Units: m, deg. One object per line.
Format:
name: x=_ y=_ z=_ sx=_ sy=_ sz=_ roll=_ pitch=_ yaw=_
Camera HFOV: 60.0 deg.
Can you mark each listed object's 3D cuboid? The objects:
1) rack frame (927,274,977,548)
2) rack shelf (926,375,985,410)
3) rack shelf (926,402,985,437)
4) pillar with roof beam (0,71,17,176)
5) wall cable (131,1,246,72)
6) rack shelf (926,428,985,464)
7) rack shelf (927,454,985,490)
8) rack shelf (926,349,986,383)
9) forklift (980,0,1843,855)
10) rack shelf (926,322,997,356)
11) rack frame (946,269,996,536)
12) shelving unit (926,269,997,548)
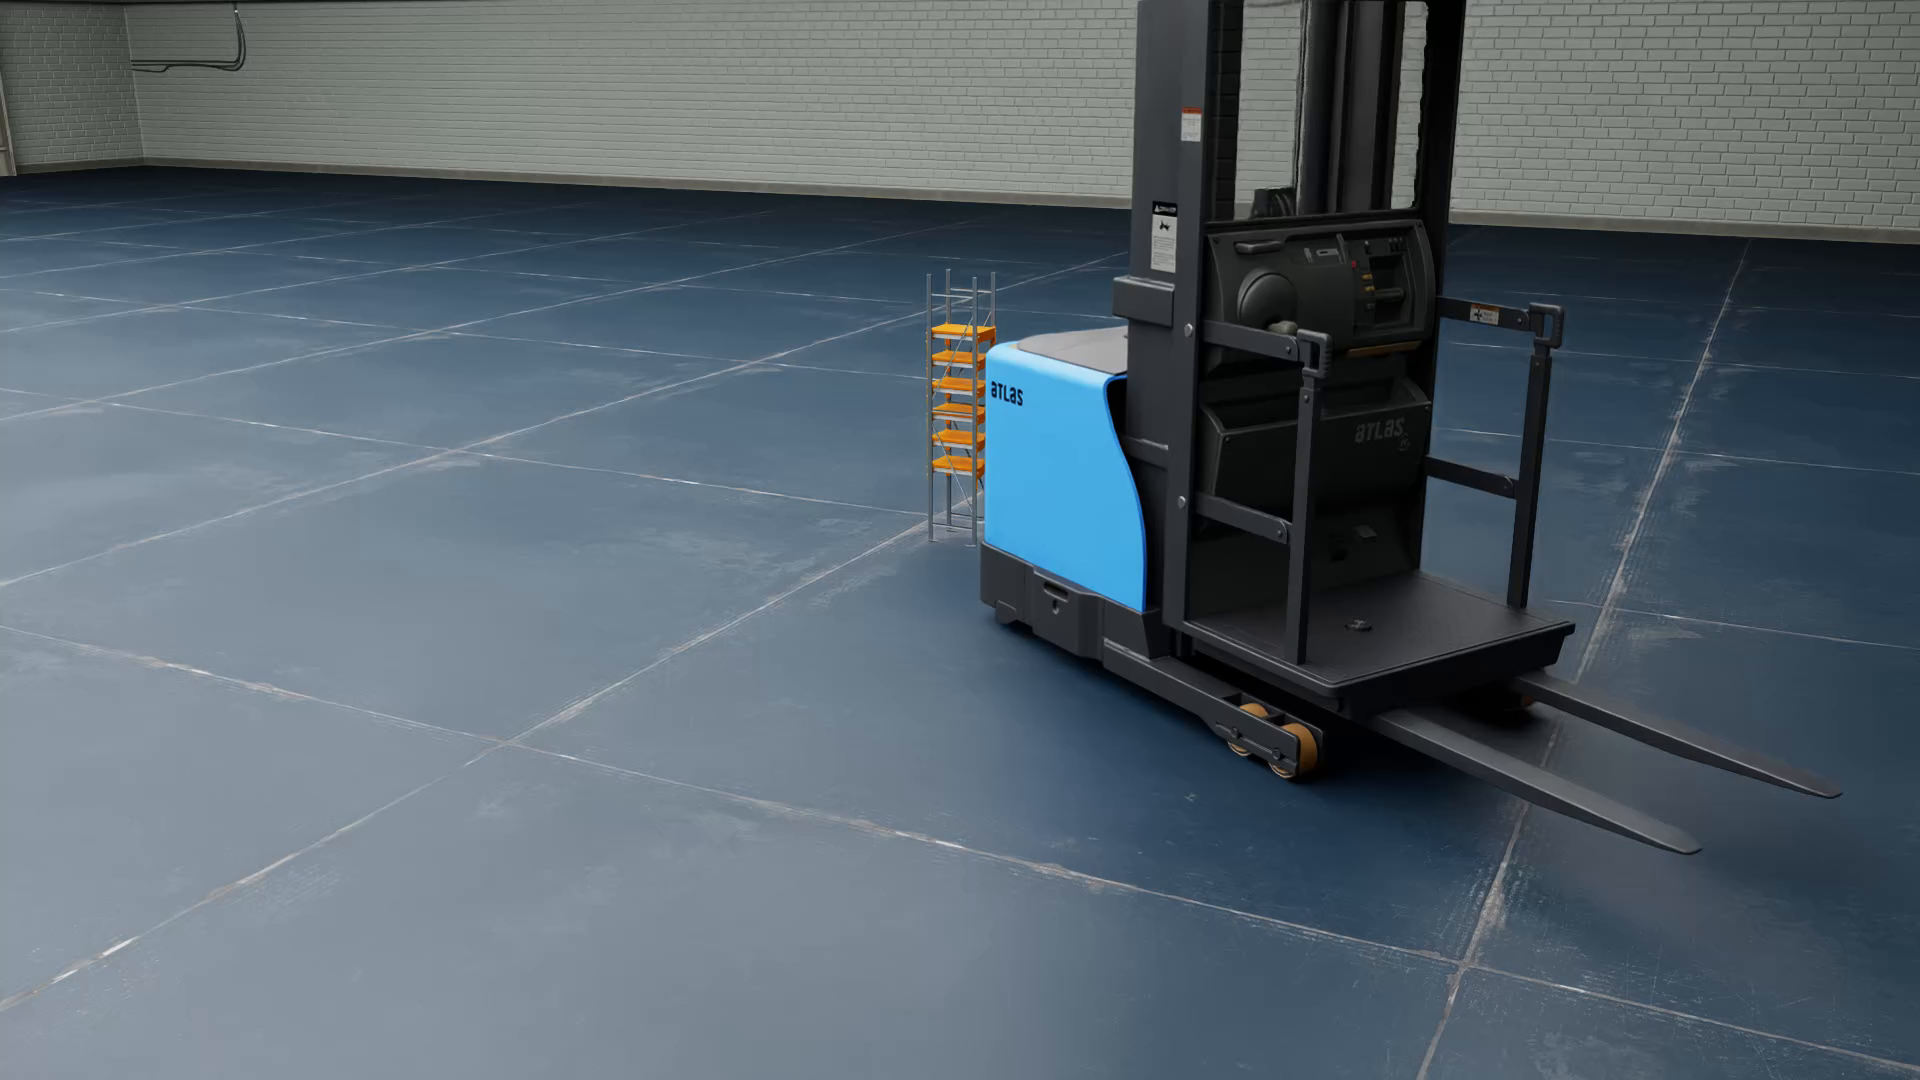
rack frame: x=-0.034 y=-0.556 z=7.287 sx=0.240 sy=1.200 sz=0.006 roll=8 pitch=18 yaw=25
rack shelf: x=0.006 y=-0.651 z=7.344 sx=0.258 sy=0.103 sz=0.180 roll=8 pitch=18 yaw=25
rack shelf: x=0.006 y=-0.536 z=7.379 sx=0.258 sy=0.103 sz=0.180 roll=8 pitch=18 yaw=25
pillar with roof beam: x=-12.655 y=-10.029 z=25.487 sx=9.100 sy=9.000 sz=0.400 roll=8 pitch=18 yaw=25
wall cable: x=-14.007 y=-9.671 z=29.733 sx=3.097 sy=2.526 sz=0.112 roll=8 pitch=18 yaw=25
rack shelf: x=0.006 y=-0.421 z=7.413 sx=0.258 sy=0.103 sz=0.180 roll=8 pitch=18 yaw=25
rack shelf: x=0.006 y=-0.306 z=7.447 sx=0.258 sy=0.103 sz=0.180 roll=8 pitch=18 yaw=25
rack shelf: x=0.006 y=-0.766 z=7.310 sx=0.258 sy=0.103 sz=0.180 roll=8 pitch=18 yaw=25
forklift: x=1.287 y=-0.829 z=5.168 sx=1.130 sy=2.935 sz=3.031 roll=-10 pitch=19 yaw=-31
rack shelf: x=0.006 y=-0.881 z=7.276 sx=0.258 sy=0.103 sz=0.180 roll=8 pitch=18 yaw=25
rack frame: x=0.047 y=-0.602 z=7.444 sx=0.240 sy=1.200 sz=0.006 roll=8 pitch=18 yaw=25
shelving unit: x=0.006 y=-0.579 z=7.366 sx=0.258 sy=1.200 sz=0.189 roll=8 pitch=18 yaw=25
